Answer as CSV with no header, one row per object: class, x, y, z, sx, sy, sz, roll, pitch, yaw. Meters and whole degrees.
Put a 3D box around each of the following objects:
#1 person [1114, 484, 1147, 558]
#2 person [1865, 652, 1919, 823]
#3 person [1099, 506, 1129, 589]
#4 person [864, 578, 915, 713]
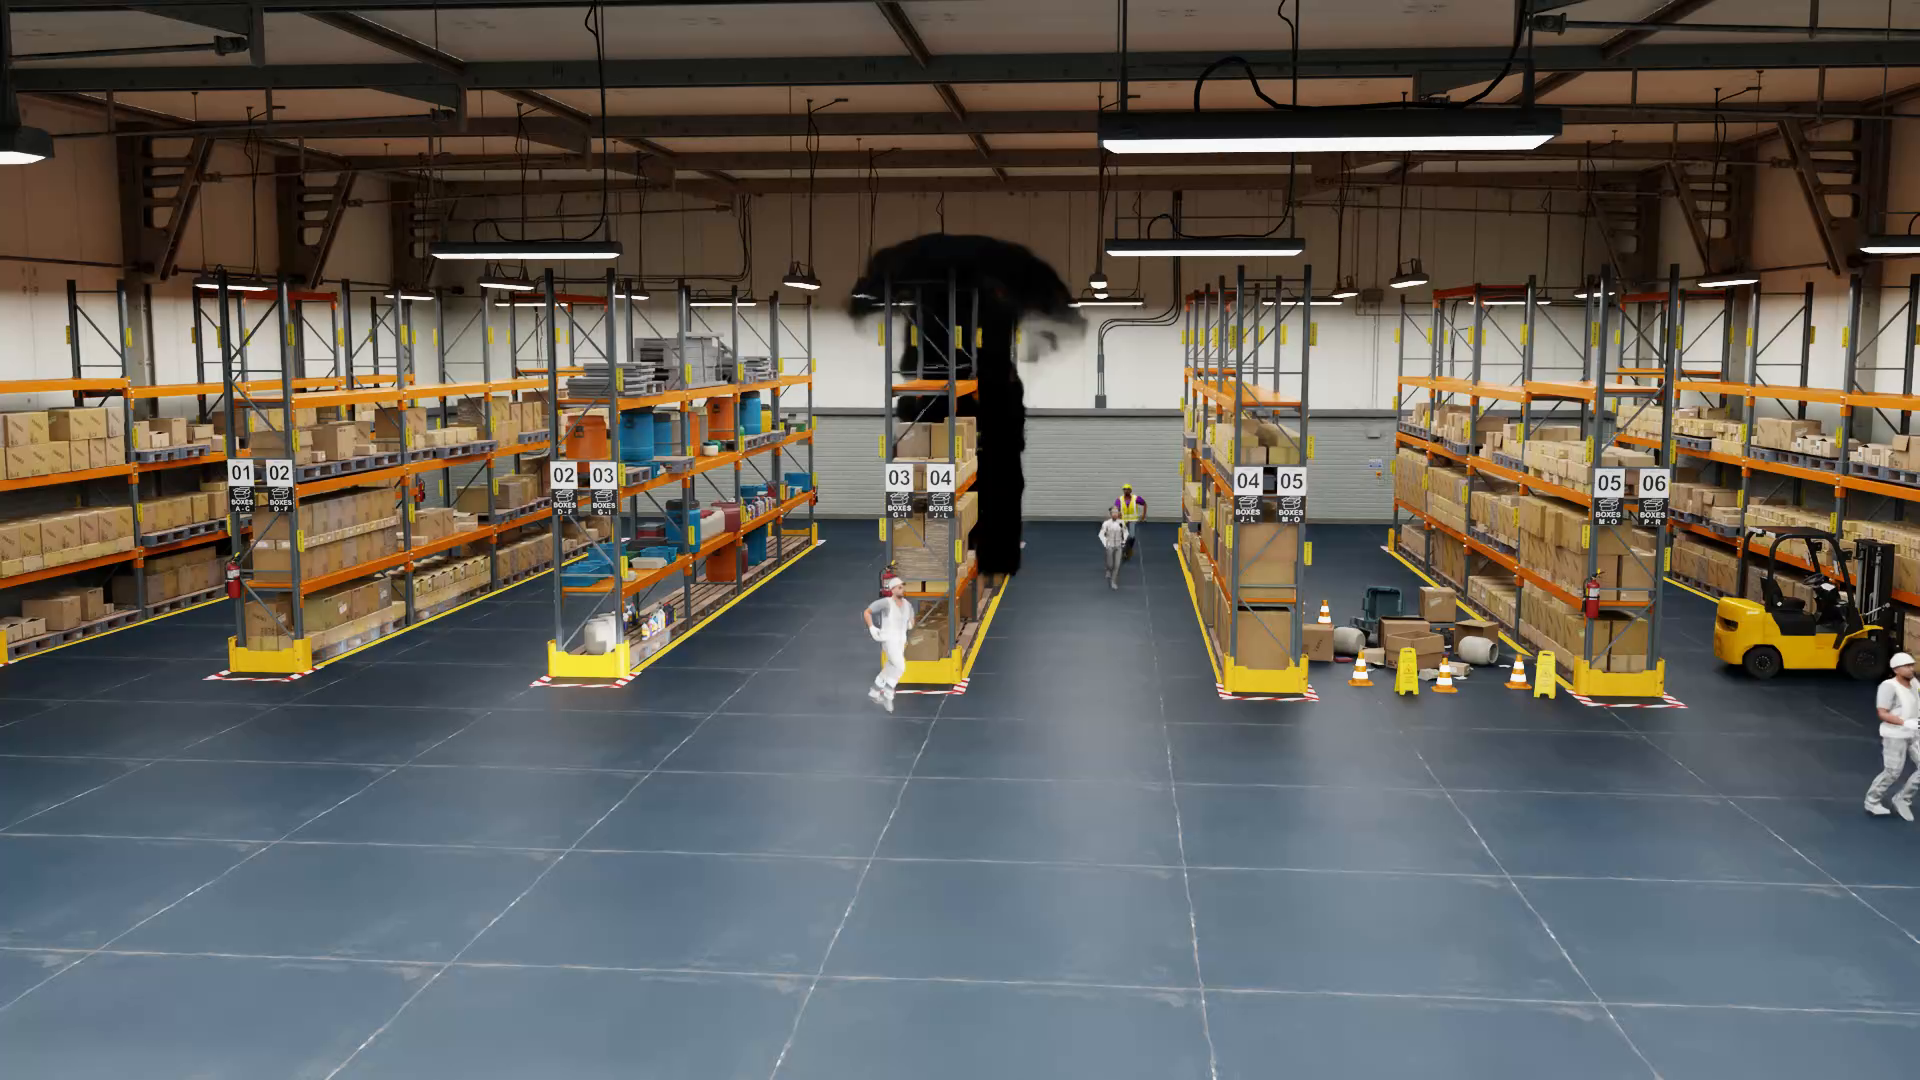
person,3.808,-0.408,37.392,0.725,1.716,0.773,2,7,13
person,9.775,2.035,17.236,0.682,1.756,0.666,-3,8,-22
person,3.104,0.133,33.423,0.615,1.653,0.642,0,7,-3
person,-0.905,1.398,22.562,0.693,1.781,0.656,6,9,40
